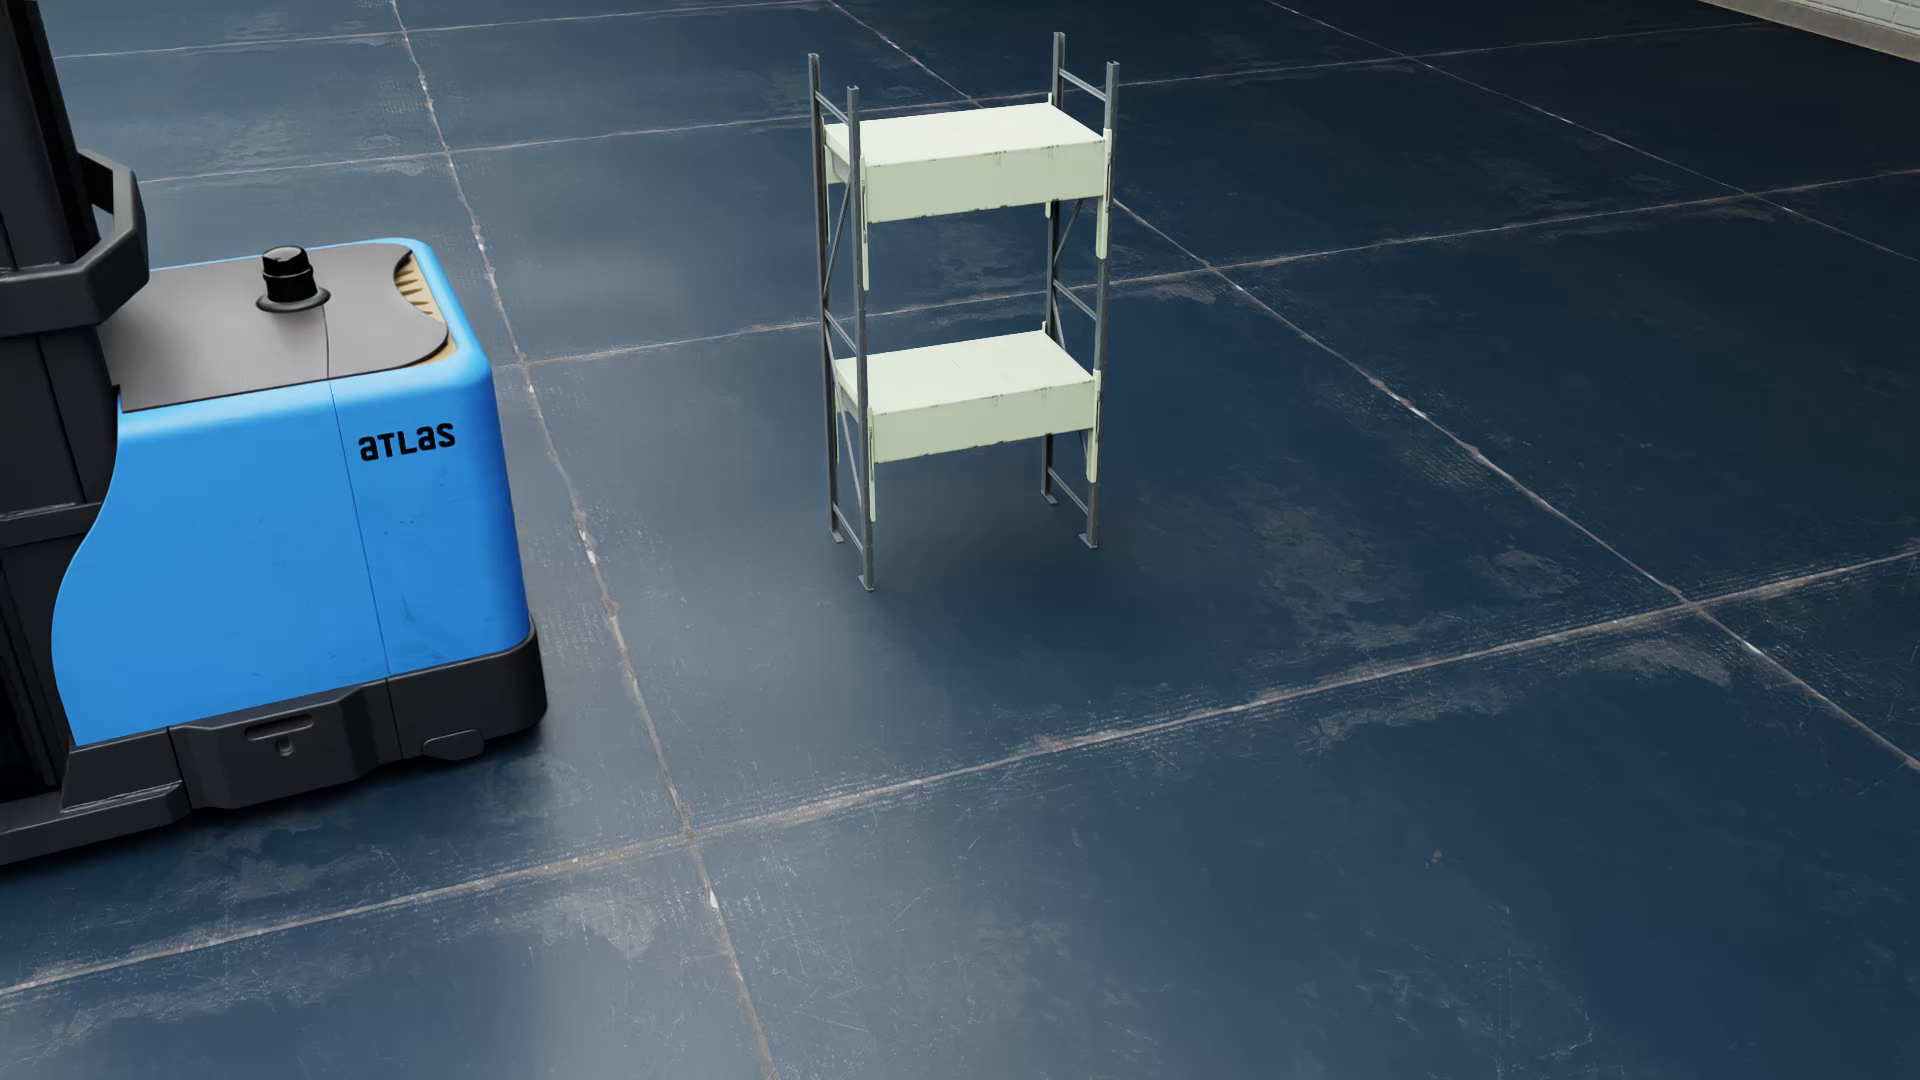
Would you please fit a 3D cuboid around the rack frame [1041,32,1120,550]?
[{"bbox_3d":[0.349,-0.716,4.992,0.023,1.500,0.400,-10,31,-18],"label":"rack frame"}]

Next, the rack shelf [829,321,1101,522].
[{"bbox_3d":[0.006,-0.370,5.042,0.720,0.370,0.431,-10,31,-18],"label":"rack shelf"}]

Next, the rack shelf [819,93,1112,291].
[{"bbox_3d":[0.006,-0.992,4.688,0.720,0.370,0.431,-10,31,-18],"label":"rack shelf"}]

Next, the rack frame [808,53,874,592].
[{"bbox_3d":[-0.337,-0.590,4.770,0.023,1.500,0.400,-10,31,-18],"label":"rack frame"}]

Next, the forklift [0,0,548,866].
[{"bbox_3d":[-2.638,-0.670,3.465,3.031,2.935,1.130,-12,32,-21],"label":"forklift"}]

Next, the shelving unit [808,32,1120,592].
[{"bbox_3d":[0.006,-0.653,4.881,0.755,1.500,0.431,-10,31,-18],"label":"shelving unit"}]
